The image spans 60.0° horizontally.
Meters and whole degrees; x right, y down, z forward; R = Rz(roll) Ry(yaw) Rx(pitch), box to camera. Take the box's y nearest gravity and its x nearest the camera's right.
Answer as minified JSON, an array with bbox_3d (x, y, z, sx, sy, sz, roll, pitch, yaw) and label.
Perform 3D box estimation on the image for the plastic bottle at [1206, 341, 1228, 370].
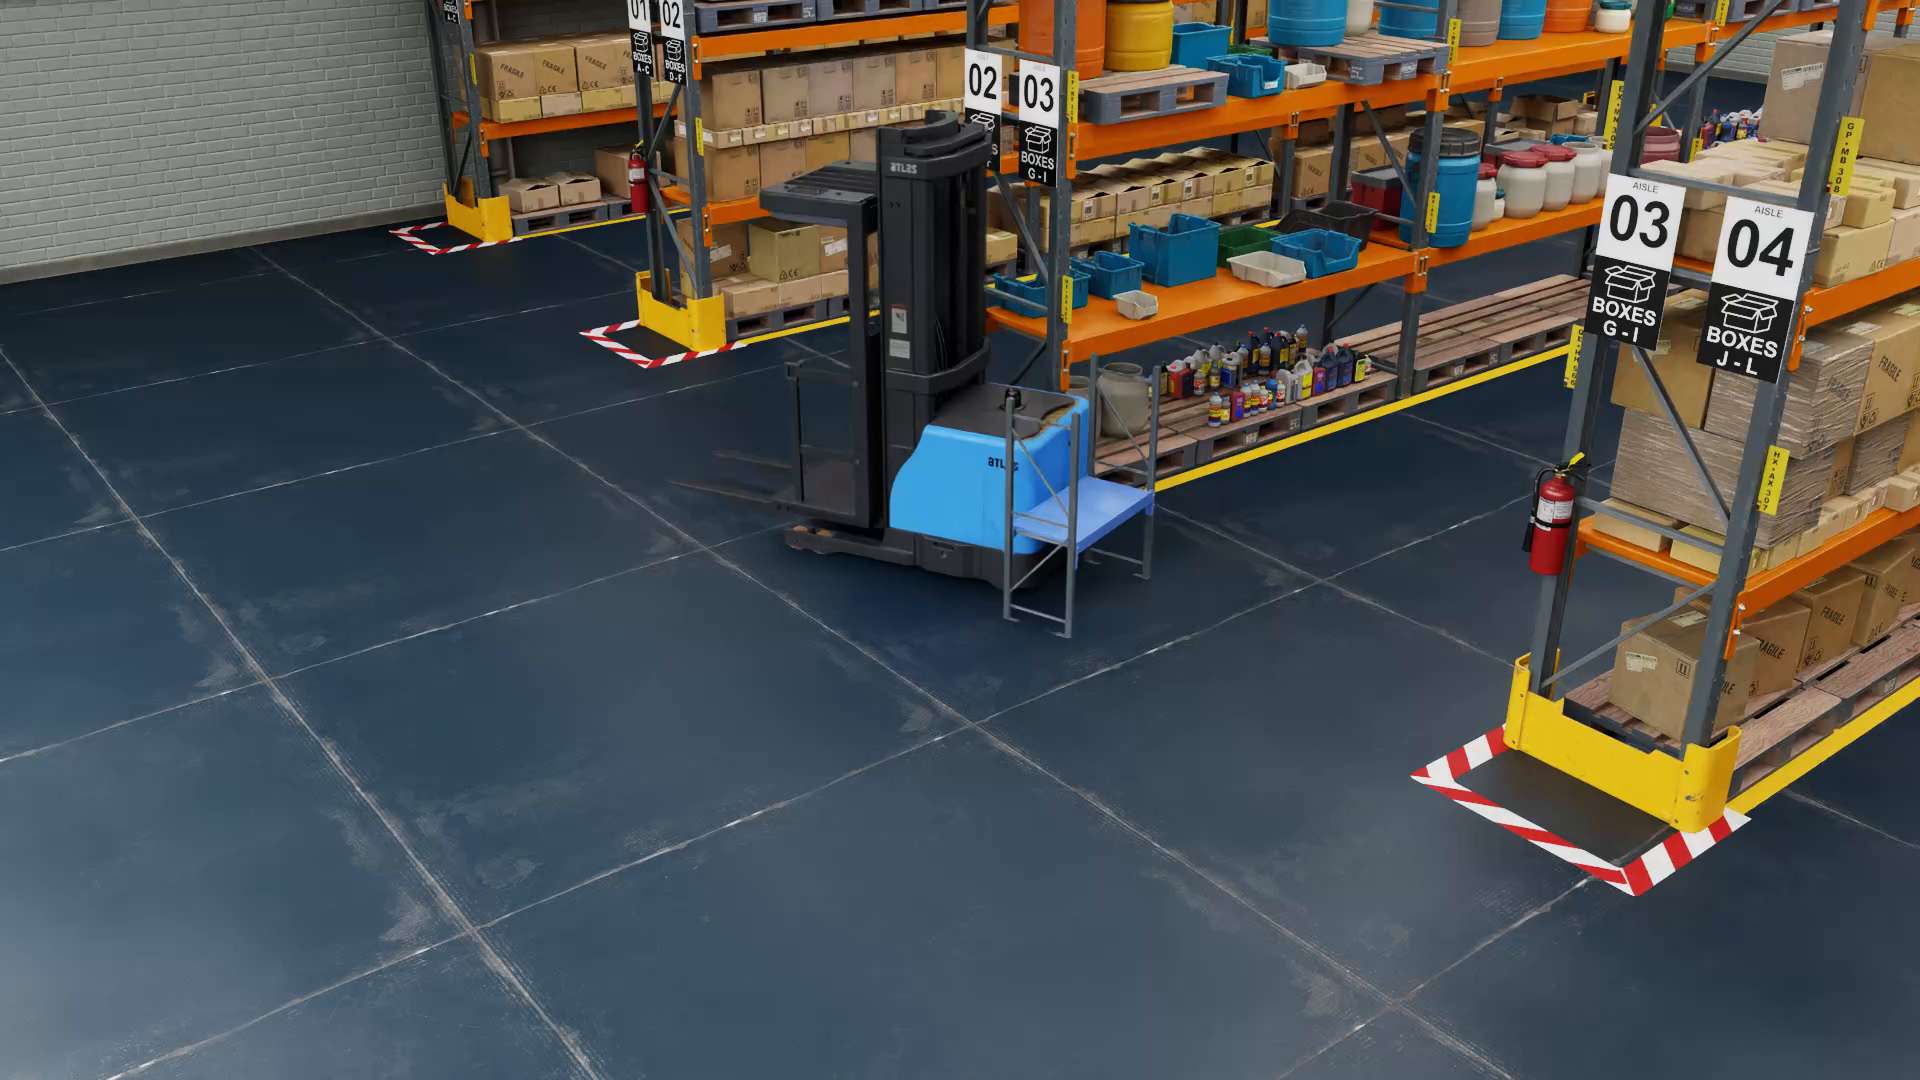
[{"bbox_3d":[2.171,-1.512,14.069,0.185,0.351,0.144,-19,31,-34],"label":"plastic bottle"}]

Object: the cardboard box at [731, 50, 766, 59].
[{"bbox_3d":[-2.749,-6.083,20.559,0.500,0.500,0.500,-18,31,-34],"label":"cardboard box"}]

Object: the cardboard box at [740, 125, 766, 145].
[{"bbox_3d":[-2.008,-3.788,15.460,0.250,0.149,0.380,-19,31,-35],"label":"cardboard box"}]

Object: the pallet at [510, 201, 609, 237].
[{"bbox_3d":[-4.995,-3.943,19.995,1.213,0.211,1.003,-18,31,-34],"label":"pallet"}]

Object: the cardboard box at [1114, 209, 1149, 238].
[{"bbox_3d":[1.771,-3.621,18.757,0.500,0.250,0.500,-19,31,-36],"label":"cardboard box"}]

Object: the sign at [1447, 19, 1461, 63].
[{"bbox_3d":[3.876,-3.925,13.071,0.005,0.325,0.100,-18,31,-34],"label":"sign"}]

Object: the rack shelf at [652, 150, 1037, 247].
[{"bbox_3d":[-1.082,-3.542,16.673,4.000,0.370,1.077,-18,31,-34],"label":"rack shelf"}]

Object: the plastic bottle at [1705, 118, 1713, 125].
[{"bbox_3d":[7.935,-4.338,17.672,0.133,0.283,0.061,-18,31,-34],"label":"plastic bottle"}]

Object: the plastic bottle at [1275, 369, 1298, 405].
[{"bbox_3d":[2.681,-1.272,13.641,0.135,0.276,0.152,-18,30,-33],"label":"plastic bottle"}]

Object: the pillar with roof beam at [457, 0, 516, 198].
[{"bbox_3d":[-3.042,-6.752,15.609,0.400,9.000,9.100,-18,31,-34],"label":"pillar with roof beam"}]

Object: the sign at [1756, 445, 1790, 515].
[{"bbox_3d":[3.789,-0.279,7.759,0.005,0.325,0.100,-18,31,-34],"label":"sign"}]

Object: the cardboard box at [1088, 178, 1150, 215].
[{"bbox_3d":[1.774,-3.873,18.633,0.500,0.311,0.500,-19,31,-36],"label":"cardboard box"}]

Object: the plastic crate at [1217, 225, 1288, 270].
[{"bbox_3d":[2.303,-2.390,13.589,0.662,0.188,0.450,-18,31,-34],"label":"plastic crate"}]

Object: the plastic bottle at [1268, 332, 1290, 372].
[{"bbox_3d":[2.743,-1.624,14.309,0.185,0.351,0.144,-18,31,-34],"label":"plastic bottle"}]

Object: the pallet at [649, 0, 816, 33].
[{"bbox_3d":[-2.084,-4.844,15.166,1.213,0.211,1.003,-18,31,-34],"label":"pallet"}]

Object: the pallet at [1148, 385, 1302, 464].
[{"bbox_3d":[2.030,-1.001,13.657,1.213,0.211,1.003,-18,31,-34],"label":"pallet"}]

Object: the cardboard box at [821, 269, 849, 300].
[{"bbox_3d":[-1.312,-2.618,16.596,0.500,0.250,0.500,-18,31,-34],"label":"cardboard box"}]

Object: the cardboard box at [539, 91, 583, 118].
[{"bbox_3d":[-4.736,-5.091,19.310,0.500,0.250,0.500,-19,31,-36],"label":"cardboard box"}]

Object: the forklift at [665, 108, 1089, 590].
[{"bbox_3d":[-0.654,-1.412,11.310,3.031,2.935,1.130,12,27,23],"label":"forklift"}]

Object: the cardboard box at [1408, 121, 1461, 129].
[{"bbox_3d":[6.181,-5.183,21.800,0.500,0.500,0.500,-18,30,-34],"label":"cardboard box"}]

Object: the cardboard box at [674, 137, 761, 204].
[{"bbox_3d":[-2.281,-3.511,15.633,0.500,0.500,0.700,-18,31,-34],"label":"cardboard box"}]

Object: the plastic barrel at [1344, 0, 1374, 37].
[{"bbox_3d":[3.085,-4.301,13.259,0.421,0.512,0.421,0,25,0],"label":"plastic barrel"}]

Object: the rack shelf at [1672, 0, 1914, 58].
[{"bbox_3d":[8.267,-5.339,16.981,4.000,0.370,1.077,-18,31,-34],"label":"rack shelf"}]

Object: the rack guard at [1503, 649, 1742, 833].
[{"bbox_3d":[3.514,1.048,8.897,0.348,0.500,1.175,-18,31,-34],"label":"rack guard"}]

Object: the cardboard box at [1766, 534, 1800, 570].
[{"bbox_3d":[4.034,-0.005,8.497,0.250,0.149,0.380,-18,31,-34],"label":"cardboard box"}]

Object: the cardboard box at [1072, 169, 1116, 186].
[{"bbox_3d":[1.433,-4.051,19.018,0.500,0.311,0.500,-18,31,-34],"label":"cardboard box"}]

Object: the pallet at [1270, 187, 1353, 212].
[{"bbox_3d":[4.250,-4.343,20.857,1.213,0.211,1.003,-18,31,-34],"label":"pallet"}]

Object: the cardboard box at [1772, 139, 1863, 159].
[{"bbox_3d":[4.508,-2.050,8.746,0.250,0.149,0.380,-20,32,-37],"label":"cardboard box"}]

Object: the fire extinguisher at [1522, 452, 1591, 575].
[{"bbox_3d":[3.079,-0.154,8.610,0.183,0.674,0.296,-18,31,-34],"label":"fire extinguisher"}]

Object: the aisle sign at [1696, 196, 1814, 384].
[{"bbox_3d":[3.590,-1.130,7.533,0.004,0.787,0.394,-18,31,-34],"label":"aisle sign"}]

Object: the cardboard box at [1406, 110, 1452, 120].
[{"bbox_3d":[6.256,-5.486,22.455,0.500,0.500,0.500,-20,31,-36],"label":"cardboard box"}]

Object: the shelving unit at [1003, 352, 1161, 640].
[{"bbox_3d":[0.780,-0.299,10.612,0.538,1.500,1.048,16,29,31],"label":"shelving unit"}]

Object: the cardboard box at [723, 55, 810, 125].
[{"bbox_3d":[-1.829,-4.251,15.688,0.500,0.500,0.700,-19,31,-35],"label":"cardboard box"}]

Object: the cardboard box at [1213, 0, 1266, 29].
[{"bbox_3d":[4.164,-8.377,25.881,0.700,0.700,0.980,-18,30,-33],"label":"cardboard box"}]

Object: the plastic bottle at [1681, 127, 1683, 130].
[{"bbox_3d":[7.647,-4.275,17.537,0.133,0.283,0.061,-18,31,-34],"label":"plastic bottle"}]

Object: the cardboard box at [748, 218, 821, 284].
[{"bbox_3d":[-1.704,-2.828,16.157,0.500,0.500,0.500,-18,31,-34],"label":"cardboard box"}]

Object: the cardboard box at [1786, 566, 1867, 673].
[{"bbox_3d":[4.909,0.398,9.800,0.500,0.500,0.500,-15,29,-29],"label":"cardboard box"}]

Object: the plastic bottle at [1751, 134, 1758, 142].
[{"bbox_3d":[8.068,-3.993,16.943,0.097,0.271,0.097,0,25,0],"label":"plastic bottle"}]

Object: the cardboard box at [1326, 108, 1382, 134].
[{"bbox_3d":[5.075,-5.436,21.456,0.500,0.250,0.500,-19,31,-35],"label":"cardboard box"}]

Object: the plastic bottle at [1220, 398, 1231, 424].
[{"bbox_3d":[2.098,-1.031,13.211,0.097,0.201,0.097,0,25,0],"label":"plastic bottle"}]

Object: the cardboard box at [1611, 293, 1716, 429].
[{"bbox_3d":[3.734,-0.924,8.519,0.500,0.500,0.500,-18,31,-34],"label":"cardboard box"}]

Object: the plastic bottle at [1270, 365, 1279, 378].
[{"bbox_3d":[2.615,-1.311,13.715,0.133,0.283,0.061,-18,31,-34],"label":"plastic bottle"}]

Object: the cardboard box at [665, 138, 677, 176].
[{"bbox_3d":[-3.360,-4.810,20.999,0.500,0.500,0.500,-21,32,-38],"label":"cardboard box"}]

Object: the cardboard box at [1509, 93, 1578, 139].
[{"bbox_3d":[8.262,-6.023,23.606,0.637,0.503,0.797,-18,31,-34],"label":"cardboard box"}]

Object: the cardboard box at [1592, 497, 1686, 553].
[{"bbox_3d":[3.551,-0.094,8.688,0.250,0.149,0.380,-18,31,-34],"label":"cardboard box"}]

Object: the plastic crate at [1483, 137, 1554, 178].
[{"bbox_3d":[5.233,-3.495,15.642,0.583,0.464,0.402,-18,31,-34],"label":"plastic crate"}]

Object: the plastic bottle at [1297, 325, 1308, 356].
[{"bbox_3d":[3.024,-1.770,14.719,0.097,0.271,0.097,0,25,0],"label":"plastic bottle"}]

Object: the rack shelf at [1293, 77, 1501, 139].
[{"bbox_3d":[5.213,-5.620,21.150,4.000,0.370,1.077,-18,31,-34],"label":"rack shelf"}]

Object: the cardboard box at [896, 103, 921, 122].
[{"bbox_3d":[-0.590,-4.256,16.468,0.250,0.149,0.380,-17,30,-33],"label":"cardboard box"}]

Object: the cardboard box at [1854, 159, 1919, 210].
[{"bbox_3d":[4.458,-1.723,8.041,0.250,0.149,0.380,-17,30,-32],"label":"cardboard box"}]

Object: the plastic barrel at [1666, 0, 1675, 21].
[{"bbox_3d":[6.530,-4.994,15.568,0.294,0.245,0.294,0,25,0],"label":"plastic barrel"}]

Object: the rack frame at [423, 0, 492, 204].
[{"bbox_3d":[-5.716,-4.988,18.936,0.127,3.000,1.000,-18,31,-34],"label":"rack frame"}]

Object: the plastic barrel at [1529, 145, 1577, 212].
[{"bbox_3d":[5.351,-3.286,15.106,0.433,0.535,0.433,0,25,0],"label":"plastic barrel"}]
